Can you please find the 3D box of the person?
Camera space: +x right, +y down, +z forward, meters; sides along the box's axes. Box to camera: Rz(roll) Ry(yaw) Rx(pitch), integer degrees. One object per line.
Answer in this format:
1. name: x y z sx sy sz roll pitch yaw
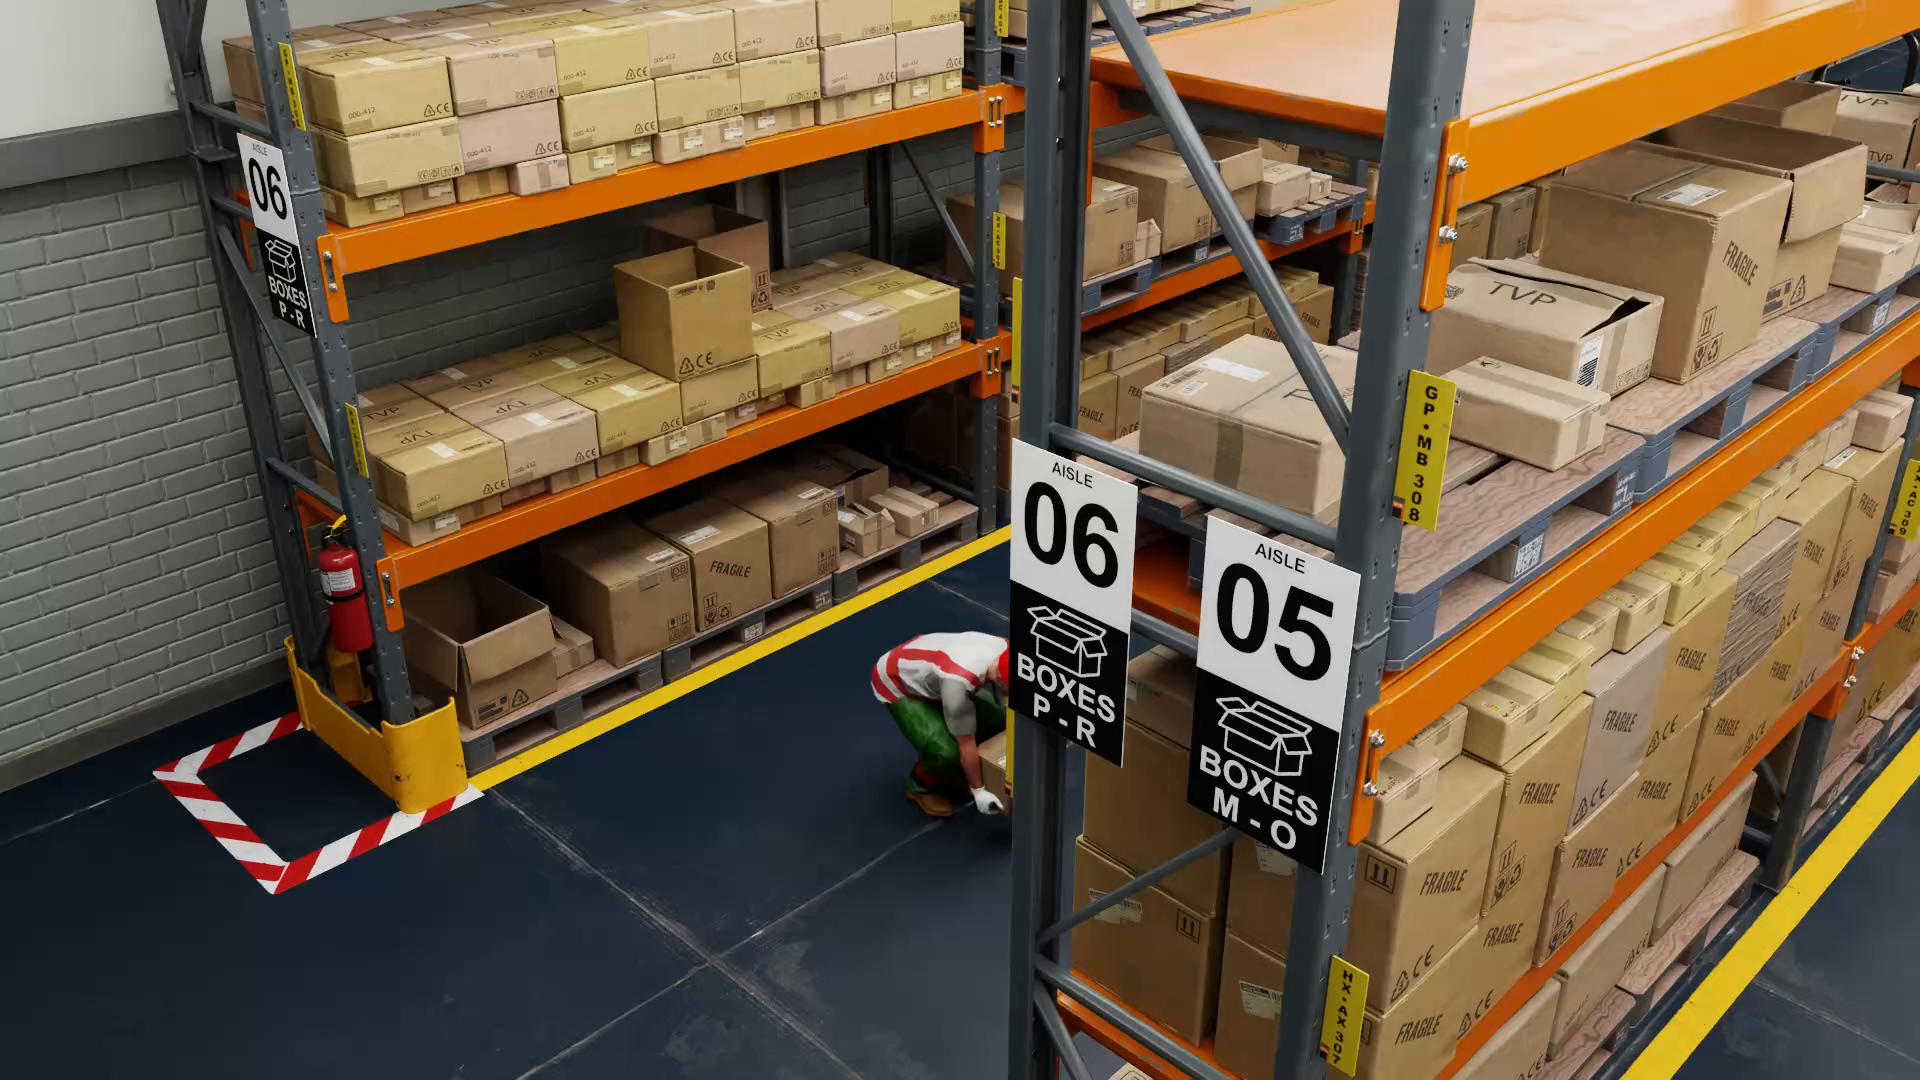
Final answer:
1. person: 0.001 0.834 7.854 0.907 0.999 0.531 23 35 37
